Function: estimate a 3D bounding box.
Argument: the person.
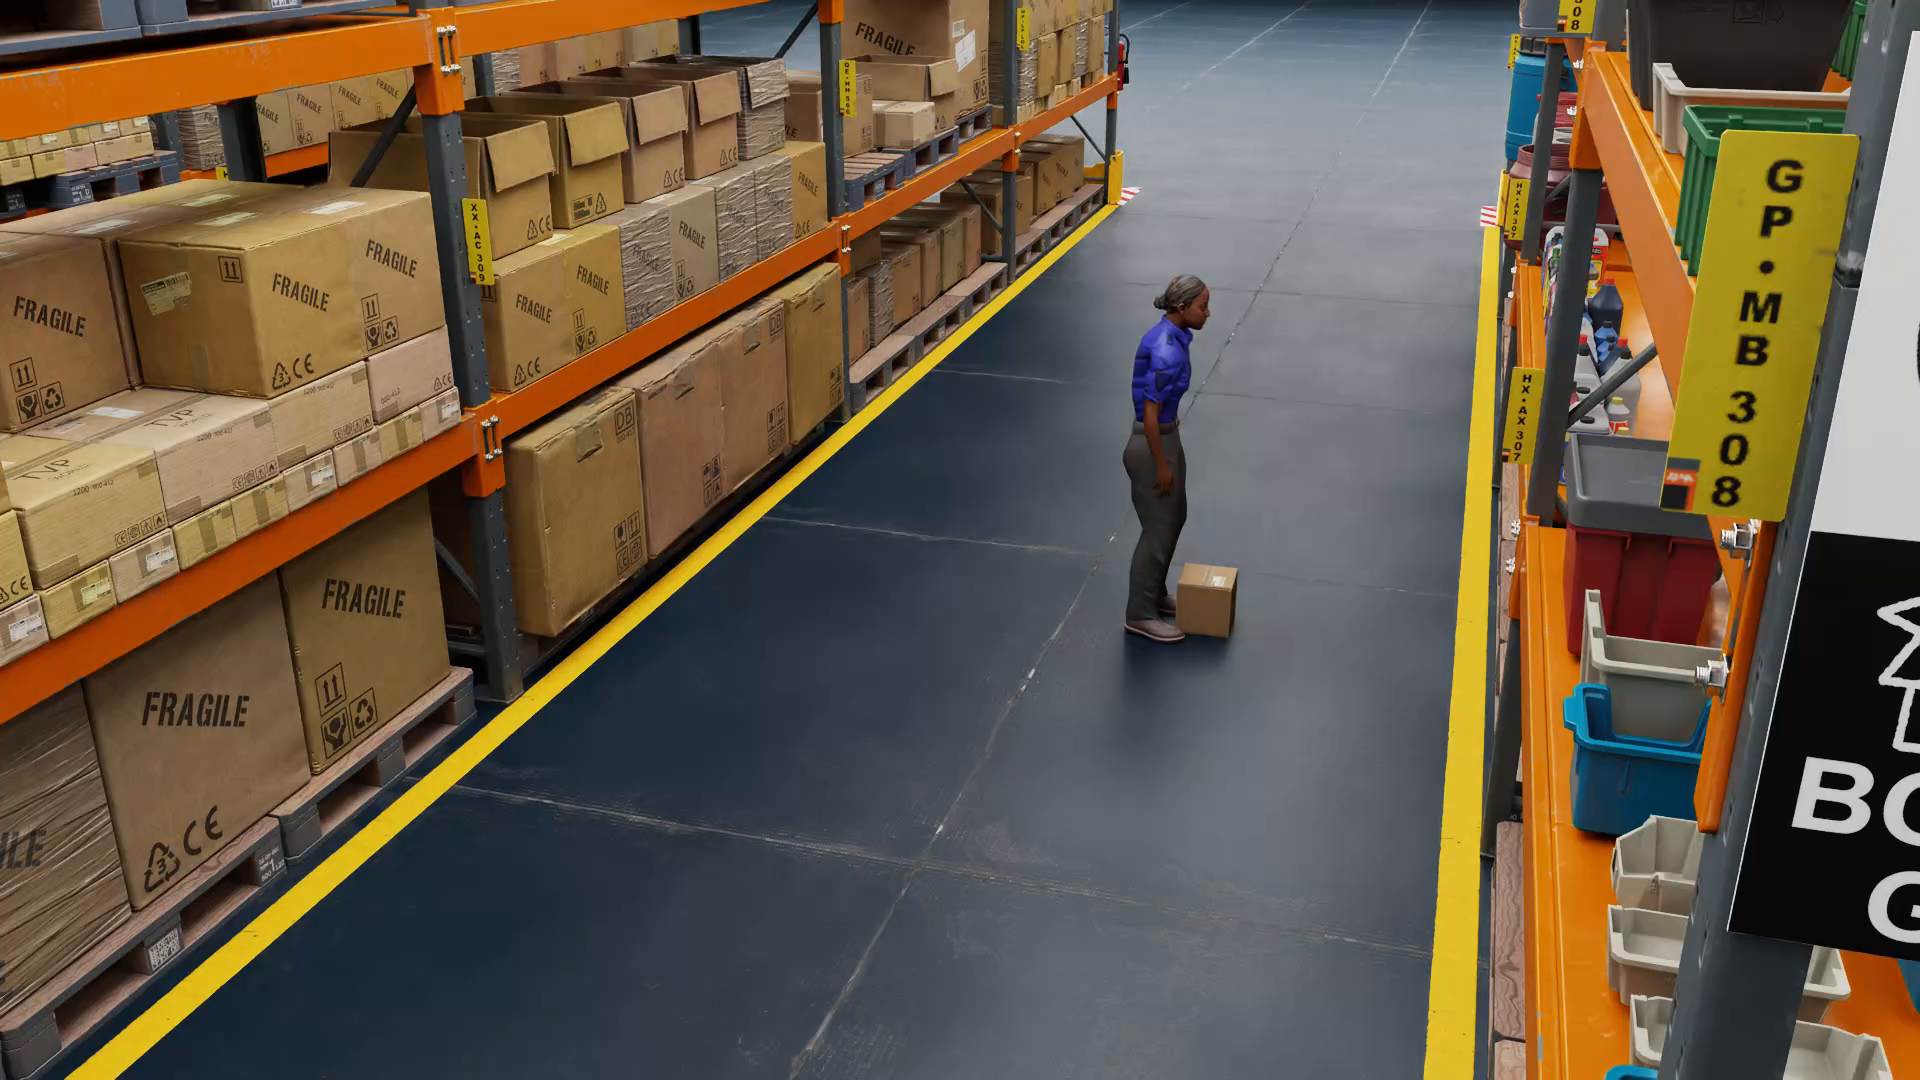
[{"bbox_3d":[0.924,-0.392,7.562,0.350,1.653,0.527,5,23,12],"label":"person"}]
